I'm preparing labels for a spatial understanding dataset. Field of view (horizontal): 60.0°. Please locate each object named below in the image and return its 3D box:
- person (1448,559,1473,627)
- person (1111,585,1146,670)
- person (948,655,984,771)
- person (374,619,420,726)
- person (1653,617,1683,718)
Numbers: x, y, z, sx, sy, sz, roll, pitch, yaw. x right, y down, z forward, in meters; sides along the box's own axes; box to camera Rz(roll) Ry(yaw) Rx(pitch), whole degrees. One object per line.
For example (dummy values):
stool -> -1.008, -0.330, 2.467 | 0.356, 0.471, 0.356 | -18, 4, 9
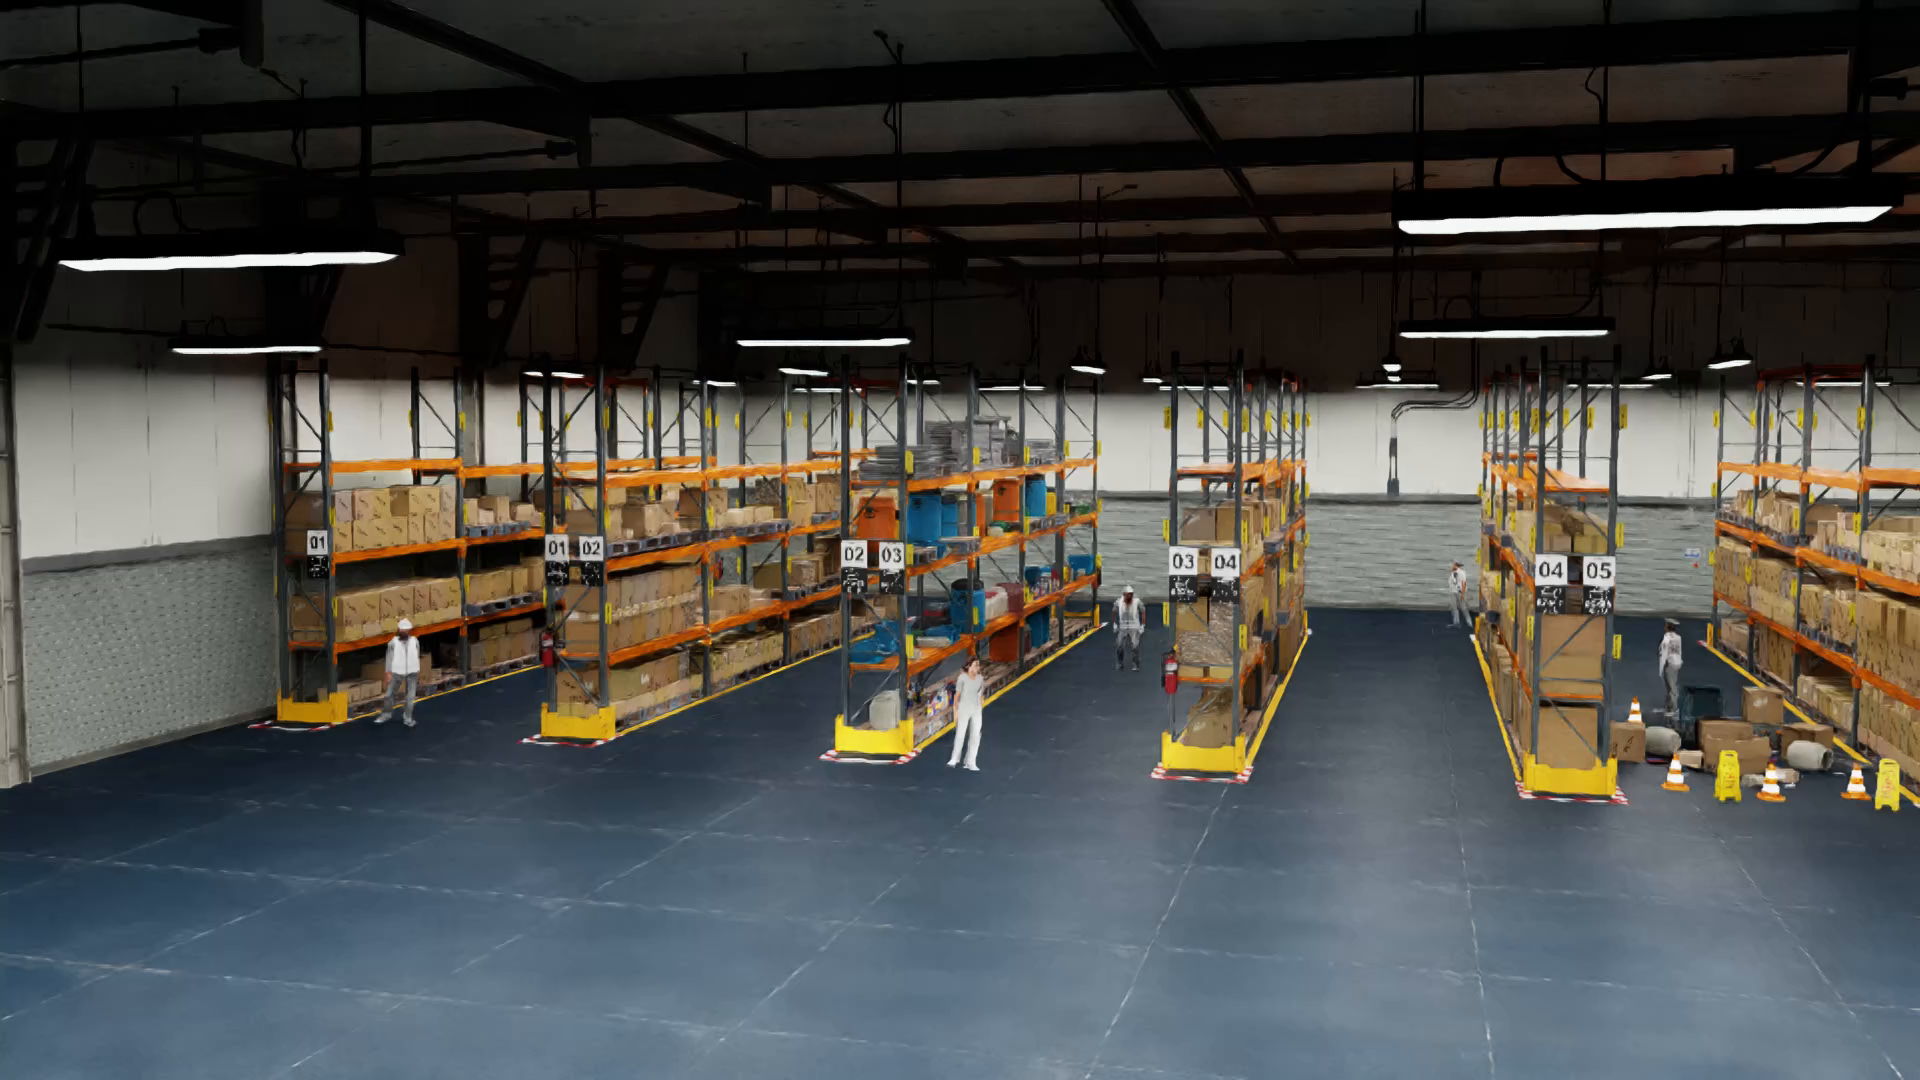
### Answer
person -> 12.149, 1.286, 40.336 | 0.551, 1.652, 0.594 | -1, 4, -12
person -> 3.359, 1.757, 33.200 | 0.702, 1.735, 0.549 | 1, 4, 14
person -> 0.088, 2.463, 23.863 | 0.505, 1.658, 0.552 | -2, 4, -21
person -> -9.226, 2.167, 27.252 | 0.728, 1.759, 0.518 | -2, 5, -27
person -> 11.938, 2.141, 28.020 | 0.573, 1.665, 0.526 | -4, 6, -44
